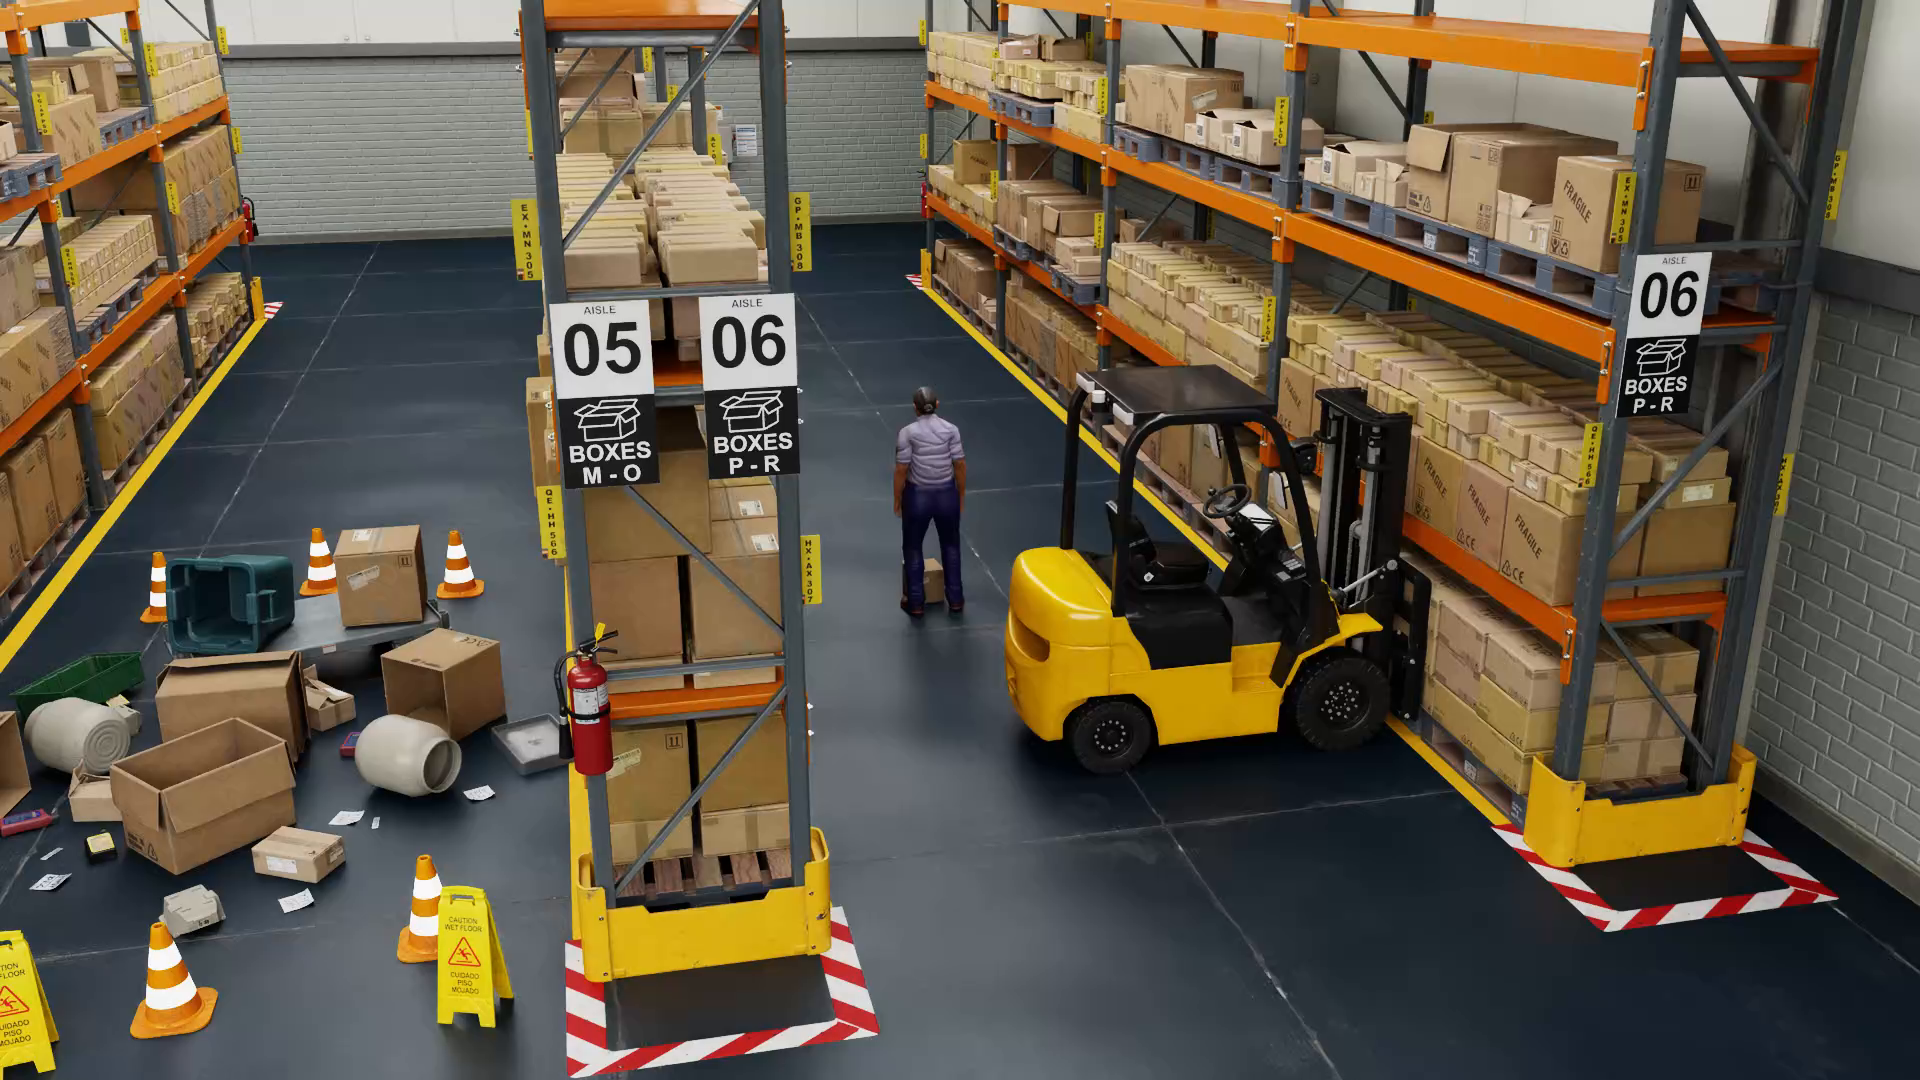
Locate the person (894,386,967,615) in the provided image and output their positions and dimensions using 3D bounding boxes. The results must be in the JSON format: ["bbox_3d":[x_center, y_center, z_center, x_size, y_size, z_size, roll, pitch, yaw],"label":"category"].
[{"bbox_3d":[-0.208,-0.276,11.850,0.538,1.652,0.371,-4,20,-12],"label":"person"}]
